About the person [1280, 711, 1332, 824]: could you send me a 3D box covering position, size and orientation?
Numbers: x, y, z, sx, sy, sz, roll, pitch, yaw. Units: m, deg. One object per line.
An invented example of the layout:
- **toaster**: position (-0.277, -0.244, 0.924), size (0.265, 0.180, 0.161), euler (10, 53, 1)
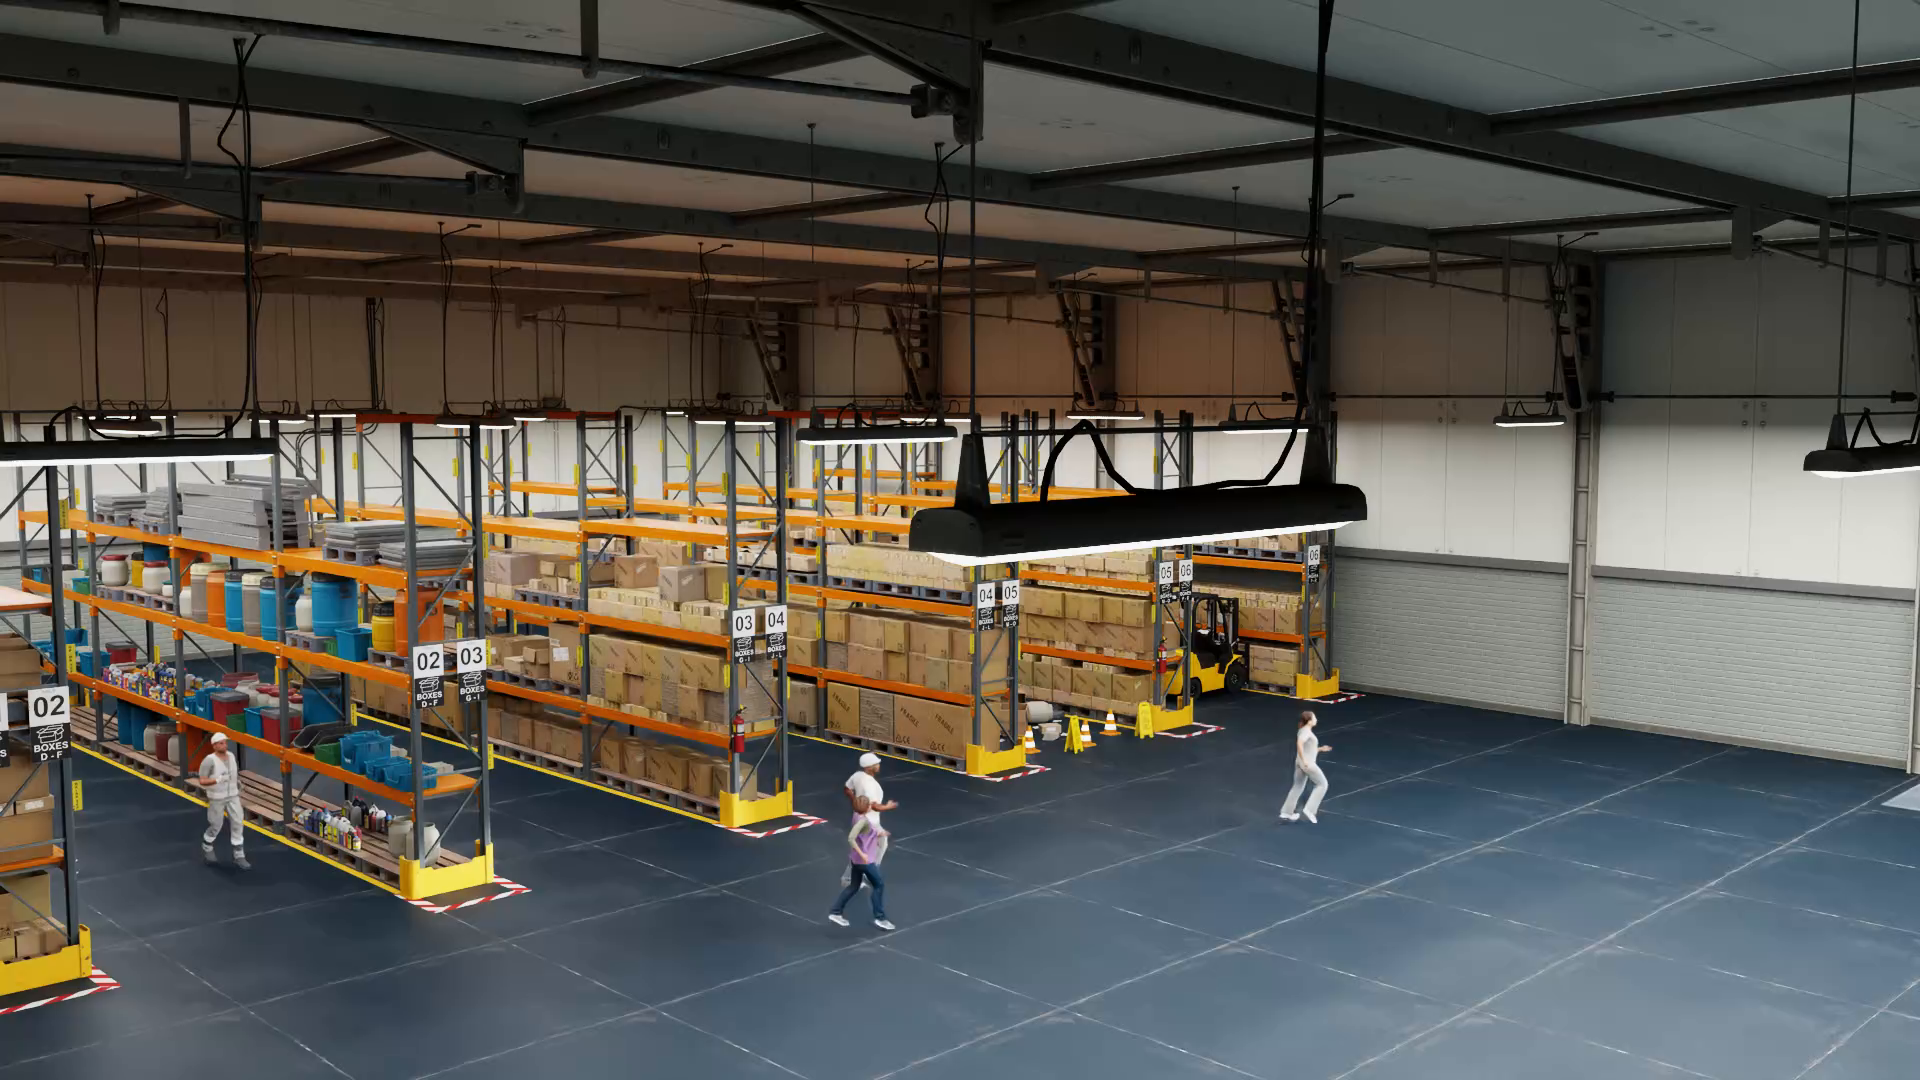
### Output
- **person**: position (5.133, 3.363, 24.614), size (0.787, 1.687, 0.528), euler (-1, 5, -9)

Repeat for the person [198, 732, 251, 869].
- **person**: position (-9.862, 3.469, 22.255), size (0.899, 1.800, 0.645), euler (3, 6, 35)

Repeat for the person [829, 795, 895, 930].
- **person**: position (-1.162, 3.815, 19.606), size (0.785, 1.627, 0.518), euler (-2, 5, -20)

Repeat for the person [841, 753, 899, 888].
- **person**: position (-1.167, 3.626, 21.243), size (0.744, 1.839, 0.726), euler (-1, 5, -12)
